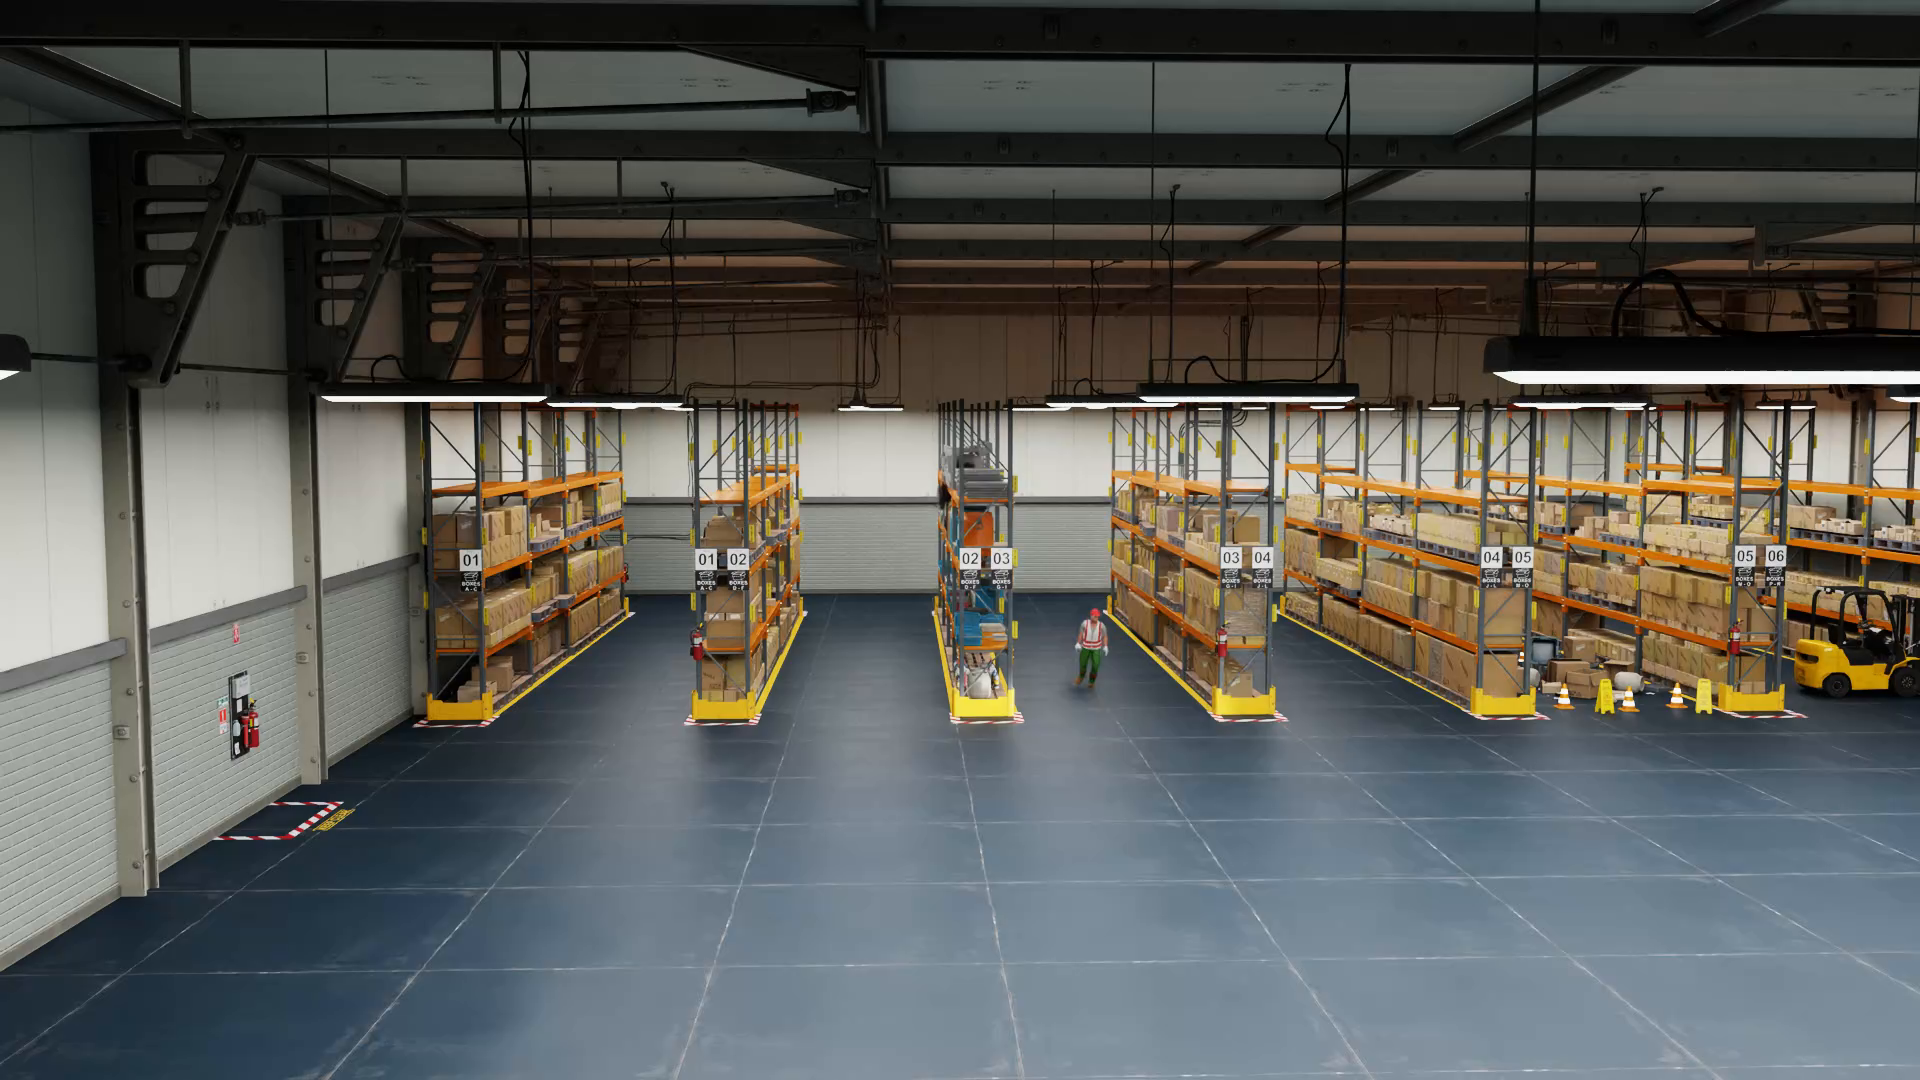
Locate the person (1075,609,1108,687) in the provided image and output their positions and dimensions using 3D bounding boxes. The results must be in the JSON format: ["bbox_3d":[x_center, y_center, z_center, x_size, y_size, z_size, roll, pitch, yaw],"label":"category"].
[{"bbox_3d":[2.735,2.239,34.577,0.679,1.678,0.688,0,4,3],"label":"person"}]

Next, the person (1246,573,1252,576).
[{"bbox_3d":[8.149,1.319,46.681,0.632,1.681,0.649,0,4,-6],"label":"person"}]

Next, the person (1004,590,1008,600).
[{"bbox_3d":[1.271,1.027,50.798,0.829,1.741,0.597,2,5,20],"label":"person"}]
